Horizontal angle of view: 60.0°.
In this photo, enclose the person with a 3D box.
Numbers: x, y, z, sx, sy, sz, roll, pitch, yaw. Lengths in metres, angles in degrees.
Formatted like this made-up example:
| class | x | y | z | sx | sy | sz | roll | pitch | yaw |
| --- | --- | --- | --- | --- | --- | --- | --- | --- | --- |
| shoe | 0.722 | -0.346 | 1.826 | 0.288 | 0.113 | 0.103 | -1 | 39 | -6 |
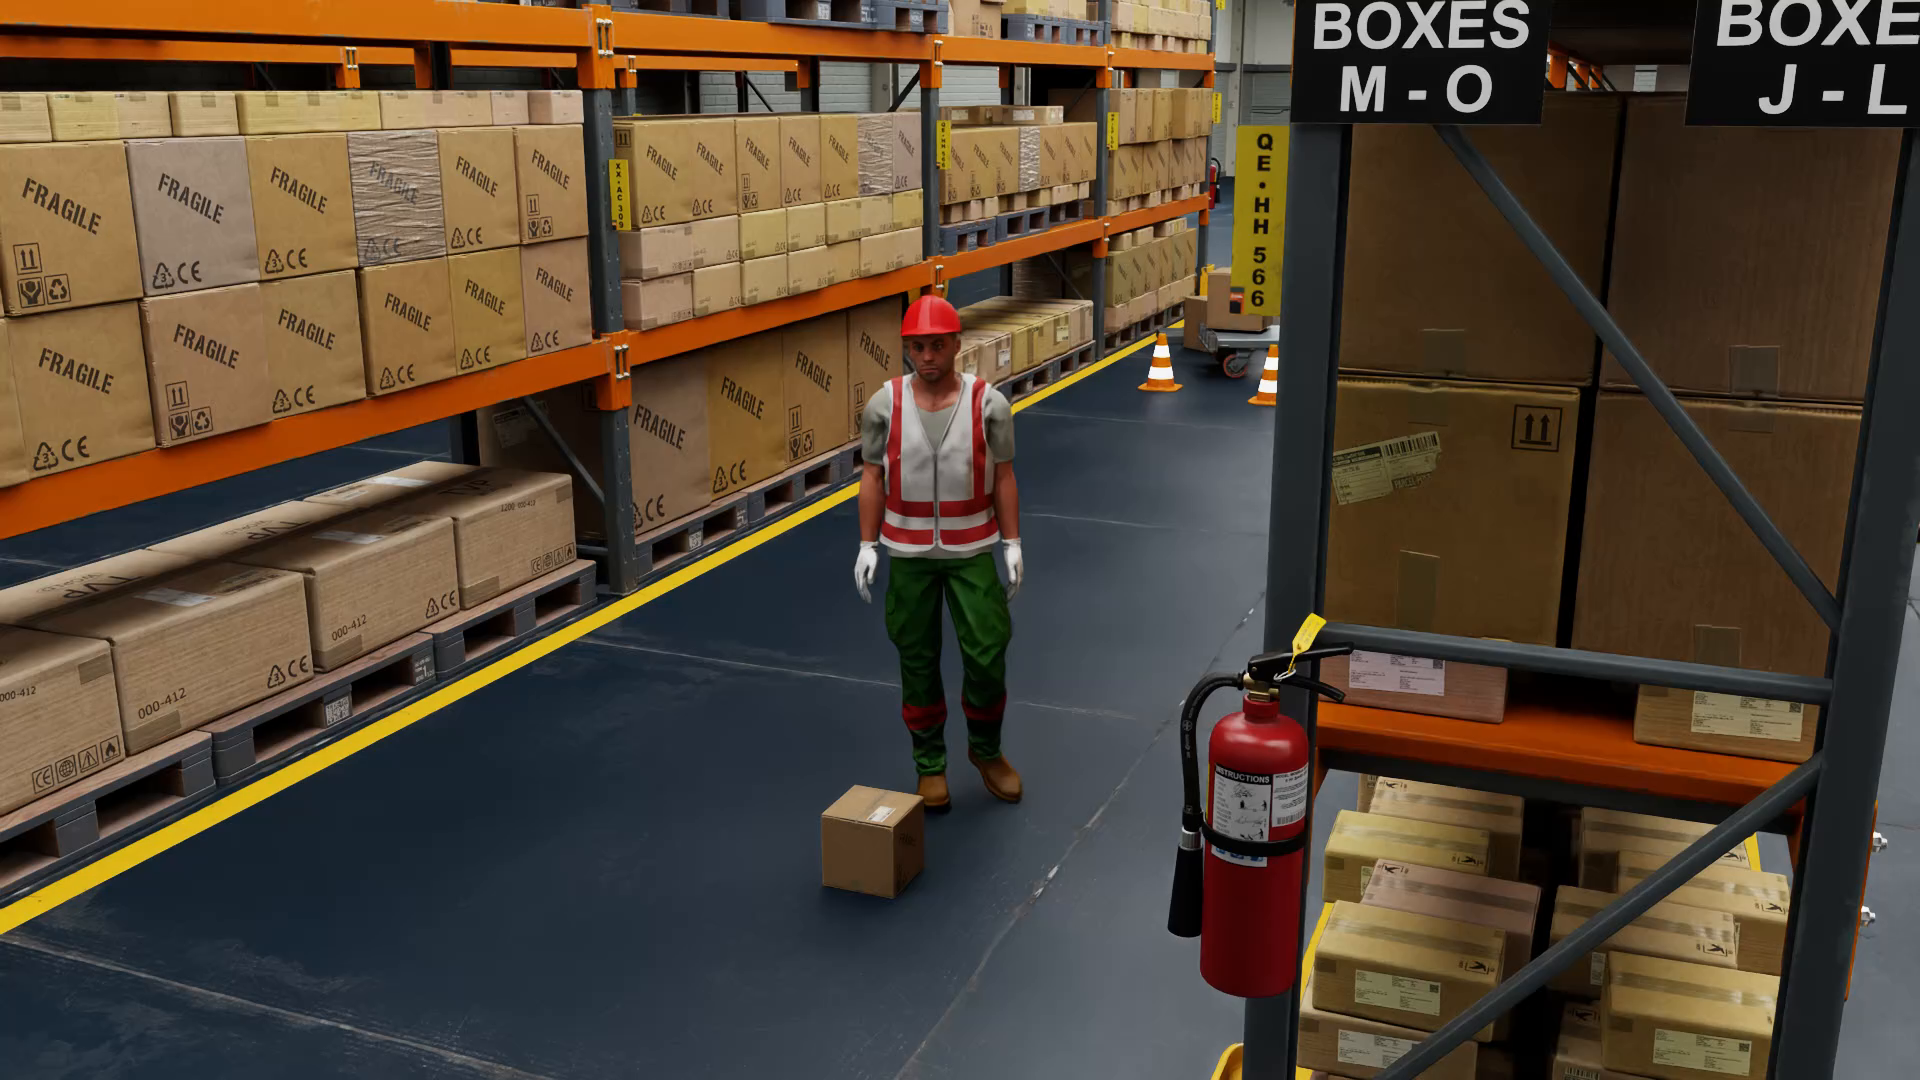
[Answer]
| class | x | y | z | sx | sy | sz | roll | pitch | yaw |
| --- | --- | --- | --- | --- | --- | --- | --- | --- | --- |
| person | -0.070 | 0.056 | 5.734 | 0.592 | 1.794 | 0.387 | 0 | 15 | 2 |
